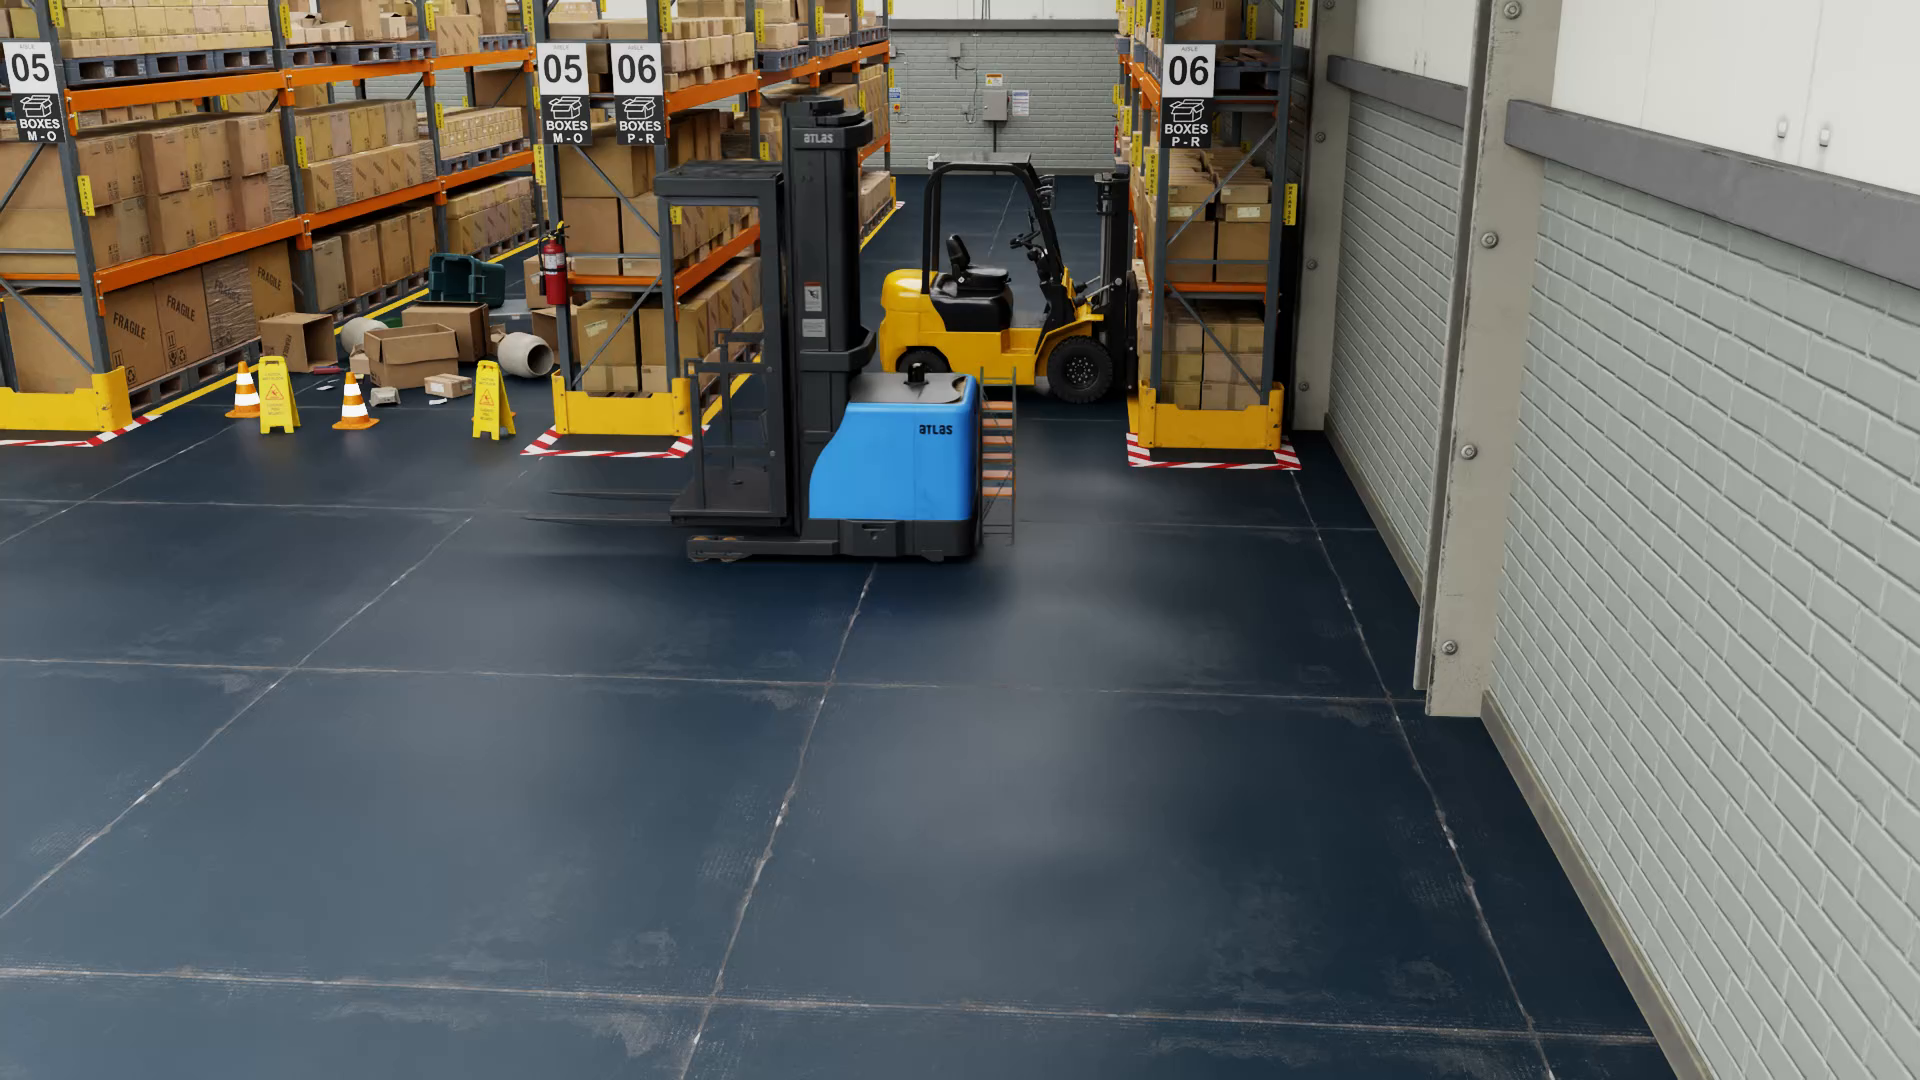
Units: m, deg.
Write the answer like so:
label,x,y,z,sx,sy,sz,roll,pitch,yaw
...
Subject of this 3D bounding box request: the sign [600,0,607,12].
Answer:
label,x,y,z,sx,sy,sz,roll,pitch,yaw
sign,-6.121,-9.225,28.520,0.100,0.325,0.005,1,18,4

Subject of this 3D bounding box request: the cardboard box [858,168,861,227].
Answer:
label,x,y,z,sx,sy,sz,roll,pitch,yaw
cardboard box,-1.980,-5.072,24.821,0.875,0.875,0.875,2,18,6

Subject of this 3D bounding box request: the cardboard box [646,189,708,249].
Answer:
label,x,y,z,sx,sy,sz,roll,pitch,yaw
cardboard box,-2.531,-2.840,14.634,0.500,0.500,0.500,2,18,6

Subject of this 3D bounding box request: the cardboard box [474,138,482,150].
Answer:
label,x,y,z,sx,sy,sz,roll,pitch,yaw
cardboard box,-6.920,-5.539,23.240,0.380,0.149,0.250,2,18,5

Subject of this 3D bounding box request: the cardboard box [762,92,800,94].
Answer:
label,x,y,z,sx,sy,sz,roll,pitch,yaw
cardboard box,-2.455,-5.836,22.651,0.500,0.500,0.500,1,18,4

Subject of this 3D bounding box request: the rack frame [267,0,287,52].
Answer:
label,x,y,z,sx,sy,sz,roll,pitch,yaw
rack frame,-7.533,-6.521,16.874,1.000,3.000,0.127,1,18,4

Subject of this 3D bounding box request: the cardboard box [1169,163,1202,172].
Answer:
label,x,y,z,sx,sy,sz,roll,pitch,yaw
cardboard box,1.996,-3.329,15.086,0.380,0.149,0.250,2,18,5

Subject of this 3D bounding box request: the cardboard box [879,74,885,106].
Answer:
label,x,y,z,sx,sy,sz,roll,pitch,yaw
cardboard box,-1.533,-7.523,27.799,0.500,0.500,0.500,1,18,4

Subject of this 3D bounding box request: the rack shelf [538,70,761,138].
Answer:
label,x,y,z,sx,sy,sz,roll,pitch,yaw
rack shelf,-2.732,-4.054,15.316,1.077,0.370,4.000,1,18,4

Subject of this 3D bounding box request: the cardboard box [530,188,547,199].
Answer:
label,x,y,z,sx,sy,sz,roll,pitch,yaw
cardboard box,-6.649,-5.469,26.246,0.380,0.149,0.250,2,18,7

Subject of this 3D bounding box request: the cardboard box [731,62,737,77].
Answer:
label,x,y,z,sx,sy,sz,roll,pitch,yaw
cardboard box,-2.407,-4.636,16.341,0.380,0.149,0.250,1,18,4

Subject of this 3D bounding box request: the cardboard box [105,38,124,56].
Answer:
label,x,y,z,sx,sy,sz,roll,pitch,yaw
cardboard box,-7.439,-4.238,14.290,0.380,0.149,0.250,1,18,4

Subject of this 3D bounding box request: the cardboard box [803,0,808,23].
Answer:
label,x,y,z,sx,sy,sz,roll,pitch,yaw
cardboard box,-2.367,-7.481,23.785,0.500,0.500,0.500,1,18,3

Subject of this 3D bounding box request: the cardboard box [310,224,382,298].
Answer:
label,x,y,z,sx,sy,sz,roll,pitch,yaw
cardboard box,-7.505,-3.295,19.601,1.050,0.750,0.750,1,18,4

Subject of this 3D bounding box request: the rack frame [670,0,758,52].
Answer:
label,x,y,z,sx,sy,sz,roll,pitch,yaw
rack frame,-2.588,-6.442,16.632,1.000,3.000,0.127,1,18,4

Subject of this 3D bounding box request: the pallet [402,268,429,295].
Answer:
label,x,y,z,sx,sy,sz,roll,pitch,yaw
pallet,-7.378,-3.345,21.291,1.003,0.211,1.213,1,18,4

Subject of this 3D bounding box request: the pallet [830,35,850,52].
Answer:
label,x,y,z,sx,sy,sz,roll,pitch,yaw
pallet,-2.031,-7.125,23.839,0.805,0.209,1.217,1,18,2

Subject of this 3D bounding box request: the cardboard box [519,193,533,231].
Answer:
label,x,y,z,sx,sy,sz,roll,pitch,yaw
cardboard box,-6.761,-4.931,24.996,0.500,0.500,0.500,1,18,3

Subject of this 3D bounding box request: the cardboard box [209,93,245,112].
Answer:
label,x,y,z,sx,sy,sz,roll,pitch,yaw
cardboard box,-11.610,-6.867,26.121,0.500,0.500,0.500,1,18,4

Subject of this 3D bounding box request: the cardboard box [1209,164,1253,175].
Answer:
label,x,y,z,sx,sy,sz,roll,pitch,yaw
cardboard box,2.453,-3.316,15.045,0.380,0.149,0.250,1,18,4

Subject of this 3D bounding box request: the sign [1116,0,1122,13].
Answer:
label,x,y,z,sx,sy,sz,roll,pitch,yaw
sign,2.682,-9.062,28.039,0.100,0.325,0.005,1,18,4

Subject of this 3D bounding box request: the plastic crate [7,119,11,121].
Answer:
label,x,y,z,sx,sy,sz,roll,pitch,yaw
plastic crate,-17.005,-7.386,29.475,0.250,0.136,0.298,1,18,4

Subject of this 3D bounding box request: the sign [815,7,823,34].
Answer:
label,x,y,z,sx,sy,sz,roll,pitch,yaw
sign,-1.761,-6.492,20.771,0.100,0.325,0.005,1,18,4

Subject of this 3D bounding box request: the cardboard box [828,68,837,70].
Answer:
label,x,y,z,sx,sy,sz,roll,pitch,yaw
cardboard box,-2.156,-7.405,26.398,0.380,0.149,0.250,1,18,3

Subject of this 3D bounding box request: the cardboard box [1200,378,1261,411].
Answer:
label,x,y,z,sx,sy,sz,roll,pitch,yaw
cardboard box,2.306,-1.281,14.255,0.500,0.250,0.500,1,18,4

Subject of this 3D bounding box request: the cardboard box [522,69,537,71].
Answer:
label,x,y,z,sx,sy,sz,roll,pitch,yaw
cardboard box,-6.662,-7.115,26.076,0.500,0.500,0.500,1,18,2

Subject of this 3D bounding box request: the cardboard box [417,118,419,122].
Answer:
label,x,y,z,sx,sy,sz,roll,pitch,yaw
cardboard box,-7.614,-5.681,22.715,0.380,0.149,0.250,2,18,6

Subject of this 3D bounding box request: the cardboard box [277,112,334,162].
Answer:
label,x,y,z,sx,sy,sz,roll,pitch,yaw
cardboard box,-7.468,-4.507,18.595,0.700,0.500,0.500,1,18,3

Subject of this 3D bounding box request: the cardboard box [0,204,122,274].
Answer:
label,x,y,z,sx,sy,sz,roll,pitch,yaw
cardboard box,-7.838,-2.616,14.348,0.875,0.550,0.550,1,18,4

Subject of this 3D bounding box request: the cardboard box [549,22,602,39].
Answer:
label,x,y,z,sx,sy,sz,roll,pitch,yaw
cardboard box,-3.145,-4.146,13.563,0.380,0.149,0.250,1,18,4

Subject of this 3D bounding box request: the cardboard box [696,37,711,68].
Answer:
label,x,y,z,sx,sy,sz,roll,pitch,yaw
cardboard box,-2.515,-4.312,14.712,0.500,0.250,0.500,2,18,6

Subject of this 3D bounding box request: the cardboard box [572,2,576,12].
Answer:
label,x,y,z,sx,sy,sz,roll,pitch,yaw
cardboard box,-6.526,-8.753,27.299,0.380,0.149,0.250,1,18,3

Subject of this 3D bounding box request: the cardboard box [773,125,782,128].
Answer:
label,x,y,z,sx,sy,sz,roll,pitch,yaw
cardboard box,-2.184,-4.428,18.806,0.500,0.500,0.500,1,18,4

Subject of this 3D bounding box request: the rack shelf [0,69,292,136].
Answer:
label,x,y,z,sx,sy,sz,roll,pitch,yaw
rack shelf,-7.676,-4.133,15.557,1.077,0.370,4.000,1,18,4

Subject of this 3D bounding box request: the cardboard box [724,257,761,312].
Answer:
label,x,y,z,sx,sy,sz,roll,pitch,yaw
cardboard box,-2.363,-2.651,17.233,0.500,0.500,0.500,1,18,3

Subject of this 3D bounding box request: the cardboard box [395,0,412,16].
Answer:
label,x,y,z,sx,sy,sz,roll,pitch,yaw
cardboard box,-7.455,-7.041,21.885,0.396,0.266,0.258,1,18,4

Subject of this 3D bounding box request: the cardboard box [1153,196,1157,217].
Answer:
label,x,y,z,sx,sy,sz,roll,pitch,yaw
cardboard box,1.810,-2.789,13.916,0.380,0.149,0.250,2,18,5

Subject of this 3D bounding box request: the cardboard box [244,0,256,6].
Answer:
label,x,y,z,sx,sy,sz,roll,pitch,yaw
cardboard box,-7.260,-5.403,16.567,0.380,0.149,0.250,1,18,4

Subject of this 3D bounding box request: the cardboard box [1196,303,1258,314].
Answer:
label,x,y,z,sx,sy,sz,roll,pitch,yaw
cardboard box,2.331,-1.908,14.564,0.500,0.250,0.500,1,18,4

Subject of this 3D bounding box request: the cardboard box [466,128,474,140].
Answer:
label,x,y,z,sx,sy,sz,roll,pitch,yaw
cardboard box,-6.942,-5.603,22.957,0.380,0.149,0.250,1,18,4

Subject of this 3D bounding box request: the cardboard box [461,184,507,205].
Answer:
label,x,y,z,sx,sy,sz,roll,pitch,yaw
cardboard box,-6.835,-4.962,23.886,0.500,0.250,0.500,0,18,1

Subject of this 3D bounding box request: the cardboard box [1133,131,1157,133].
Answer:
label,x,y,z,sx,sy,sz,roll,pitch,yaw
cardboard box,2.333,-4.987,20.624,0.380,0.149,0.250,2,18,6

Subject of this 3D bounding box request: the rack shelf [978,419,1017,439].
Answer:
label,x,y,z,sx,sy,sz,roll,pitch,yaw
rack shelf,0.252,-0.748,11.150,0.258,0.103,0.180,1,18,2

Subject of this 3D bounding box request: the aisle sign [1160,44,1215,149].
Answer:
label,x,y,z,sx,sy,sz,roll,pitch,yaw
aisle sign,1.778,-3.461,12.993,0.394,0.787,0.004,1,18,4

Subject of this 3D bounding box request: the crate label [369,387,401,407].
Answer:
label,x,y,z,sx,sy,sz,roll,pitch,yaw
crate label,-5.268,-1.316,15.219,0.250,0.136,0.298,-9,20,-25

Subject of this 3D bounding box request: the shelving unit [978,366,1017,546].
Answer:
label,x,y,z,sx,sy,sz,roll,pitch,yaw
shelving unit,0.252,-0.562,11.211,0.258,1.200,0.189,1,18,2

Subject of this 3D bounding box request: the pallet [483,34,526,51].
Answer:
label,x,y,z,sx,sy,sz,roll,pitch,yaw
pallet,-7.110,-7.302,24.375,1.213,0.211,1.003,1,18,4

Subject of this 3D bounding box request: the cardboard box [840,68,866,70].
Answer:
label,x,y,z,sx,sy,sz,roll,pitch,yaw
cardboard box,-1.692,-7.397,26.372,0.380,0.149,0.250,1,18,4

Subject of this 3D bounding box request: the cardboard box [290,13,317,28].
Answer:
label,x,y,z,sx,sy,sz,roll,pitch,yaw
cardboard box,-7.627,-5.850,18.950,0.500,0.311,0.500,1,18,2

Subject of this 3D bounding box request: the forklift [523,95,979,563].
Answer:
label,x,y,z,sx,sy,sz,roll,pitch,yaw
forklift,-1.405,-1.406,11.007,3.031,2.935,1.130,1,18,3

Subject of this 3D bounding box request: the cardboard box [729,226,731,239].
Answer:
label,x,y,z,sx,sy,sz,roll,pitch,yaw
cardboard box,-2.425,-2.971,16.076,0.380,0.149,0.250,1,18,3

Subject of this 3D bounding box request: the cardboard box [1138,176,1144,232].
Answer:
label,x,y,z,sx,sy,sz,roll,pitch,yaw
cardboard box,2.071,-3.397,16.813,0.500,0.500,0.500,1,18,2
